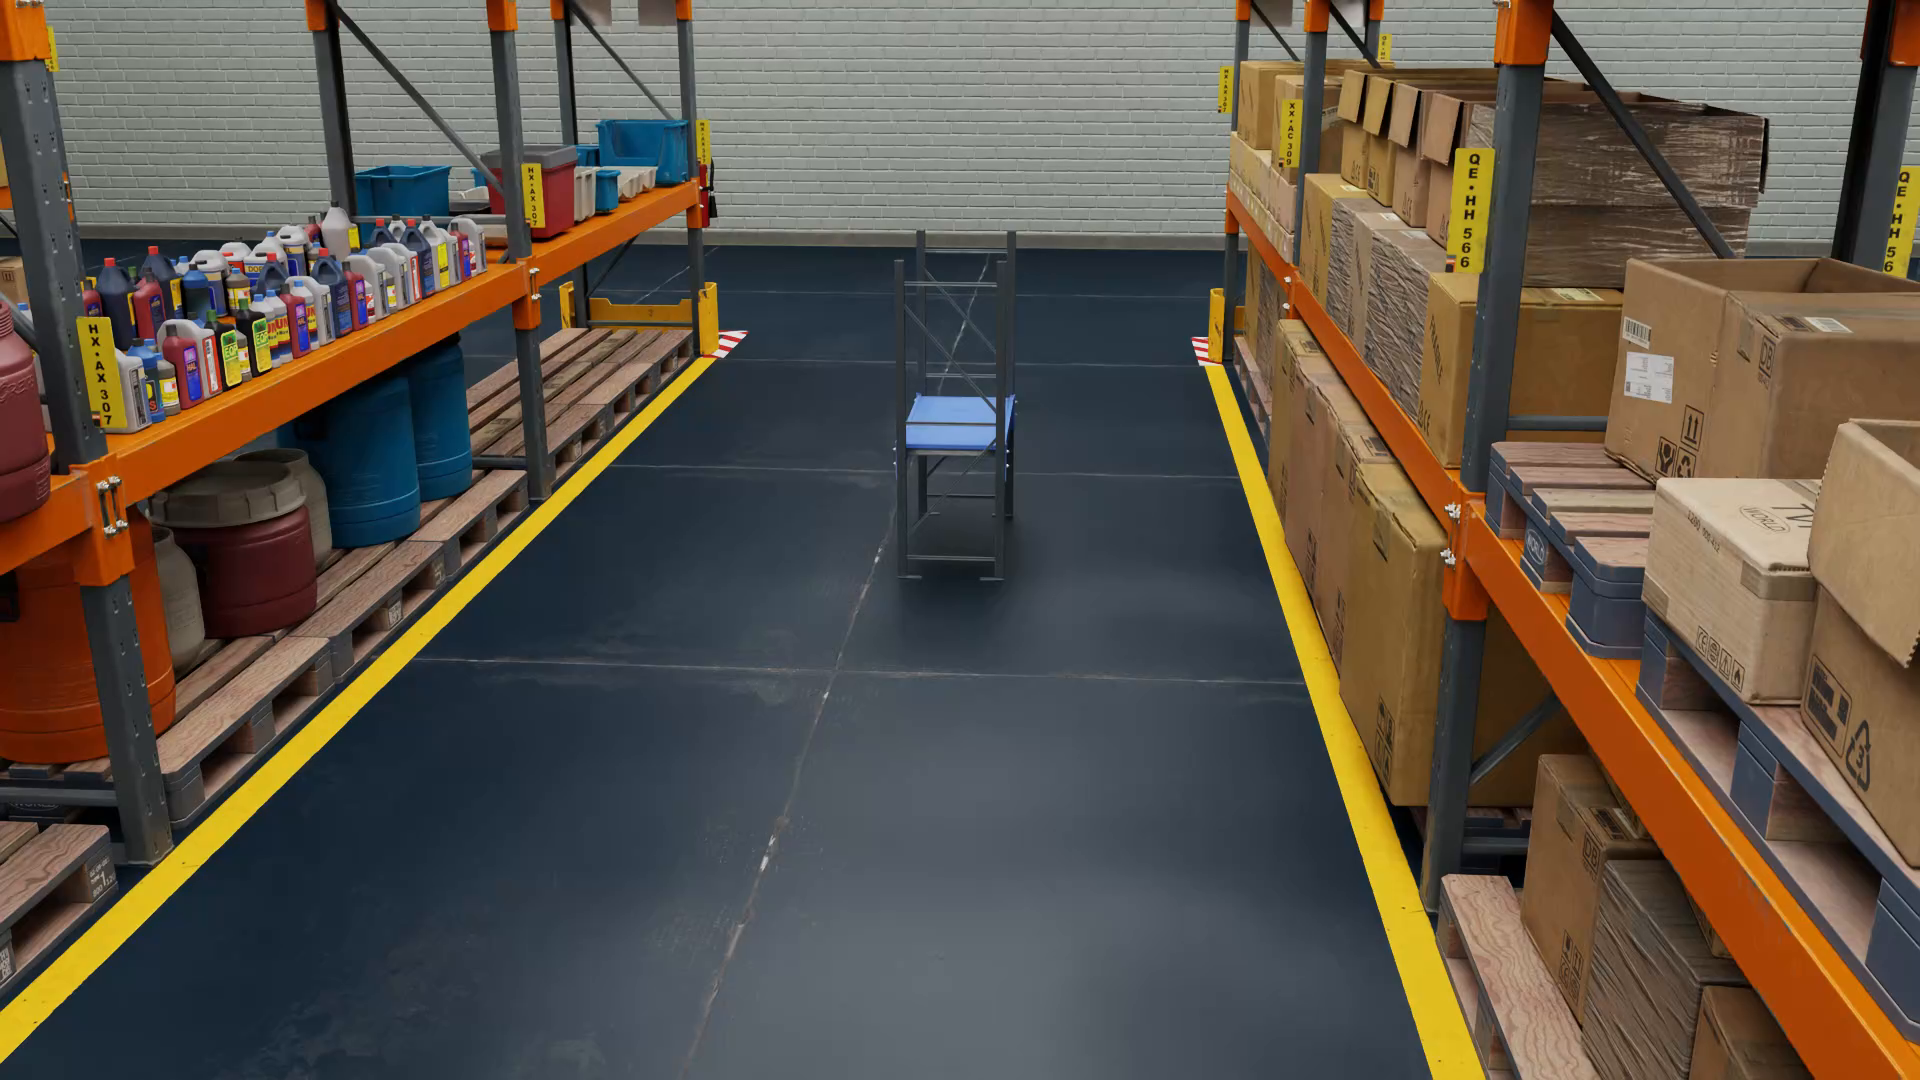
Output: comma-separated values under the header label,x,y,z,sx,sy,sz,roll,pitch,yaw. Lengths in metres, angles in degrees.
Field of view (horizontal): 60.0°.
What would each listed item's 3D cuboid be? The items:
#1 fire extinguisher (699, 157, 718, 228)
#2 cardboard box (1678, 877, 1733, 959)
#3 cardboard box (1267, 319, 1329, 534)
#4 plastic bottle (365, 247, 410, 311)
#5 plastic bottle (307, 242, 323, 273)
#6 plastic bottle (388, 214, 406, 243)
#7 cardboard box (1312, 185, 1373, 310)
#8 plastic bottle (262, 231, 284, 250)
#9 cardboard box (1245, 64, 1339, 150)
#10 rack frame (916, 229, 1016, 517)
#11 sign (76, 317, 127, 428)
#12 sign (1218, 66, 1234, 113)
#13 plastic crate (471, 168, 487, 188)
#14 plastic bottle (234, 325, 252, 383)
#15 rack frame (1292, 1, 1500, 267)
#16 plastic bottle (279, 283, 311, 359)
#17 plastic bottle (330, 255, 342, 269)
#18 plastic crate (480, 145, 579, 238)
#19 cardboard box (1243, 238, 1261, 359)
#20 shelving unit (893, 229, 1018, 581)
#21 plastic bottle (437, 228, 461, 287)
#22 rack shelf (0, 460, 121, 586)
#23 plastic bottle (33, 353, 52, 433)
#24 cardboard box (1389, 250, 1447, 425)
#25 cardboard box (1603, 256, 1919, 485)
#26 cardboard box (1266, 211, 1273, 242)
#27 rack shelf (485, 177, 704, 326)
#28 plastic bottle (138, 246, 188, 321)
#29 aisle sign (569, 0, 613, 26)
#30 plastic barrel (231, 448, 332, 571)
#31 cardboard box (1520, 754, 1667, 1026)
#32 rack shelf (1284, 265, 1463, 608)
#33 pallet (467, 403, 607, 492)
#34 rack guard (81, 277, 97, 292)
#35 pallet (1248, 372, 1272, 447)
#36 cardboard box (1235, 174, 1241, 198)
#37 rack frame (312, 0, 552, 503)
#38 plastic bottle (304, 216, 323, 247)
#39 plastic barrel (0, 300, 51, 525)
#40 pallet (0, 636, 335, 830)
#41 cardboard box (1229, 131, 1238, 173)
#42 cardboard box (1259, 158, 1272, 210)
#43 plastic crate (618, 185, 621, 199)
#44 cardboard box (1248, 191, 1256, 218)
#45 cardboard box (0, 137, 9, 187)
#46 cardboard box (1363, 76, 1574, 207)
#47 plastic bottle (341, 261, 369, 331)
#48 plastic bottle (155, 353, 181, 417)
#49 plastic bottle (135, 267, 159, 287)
label,x,y,z,sx,sy,sz,roll,pitch,yaw
fire extinguisher,-2.001,-2.725,12.644,0.296,0.674,0.183,1,18,4
cardboard box,1.855,0.689,3.606,0.500,0.250,0.500,3,18,10
cardboard box,2.162,-0.540,7.991,1.225,0.875,0.875,1,18,4
plastic bottle,-2.530,-1.159,7.343,0.152,0.276,0.135,1,18,4
plastic bottle,-3.066,-1.319,7.951,0.097,0.201,0.097,0,18,0
plastic bottle,-2.635,-1.347,7.795,0.144,0.351,0.185,1,18,4
cardboard box,1.871,-1.303,7.422,0.500,0.500,0.500,1,18,4
plastic bottle,-3.227,-1.314,7.823,0.097,0.271,0.097,0,18,0
cardboard box,2.104,-2.759,10.583,0.500,0.500,0.500,1,18,2
rack frame,0.030,-0.844,8.590,0.500,1.500,0.032,1,18,4
sign,-2.490,-0.485,4.823,0.100,0.325,0.005,1,18,4
sign,1.922,-3.255,12.021,0.100,0.325,0.005,1,18,4
plastic crate,-2.927,-2.280,10.735,0.416,0.233,0.300,1,18,4
plastic bottle,-2.607,-0.671,5.972,0.097,0.201,0.097,0,18,0
rack frame,2.188,-1.549,8.334,1.000,3.000,0.127,1,18,4
plastic bottle,-2.557,-0.847,6.378,0.061,0.283,0.133,1,18,4
plastic bottle,-2.672,-1.082,7.115,0.097,0.271,0.097,0,18,0
plastic crate,-2.438,-1.990,9.481,0.402,0.464,0.583,1,18,4
cardboard box,2.509,-1.781,11.778,0.875,0.875,0.875,1,18,4
shelving unit,-0.006,-0.686,8.109,0.538,1.500,1.048,1,18,4
plastic bottle,-2.484,-1.358,7.948,0.152,0.276,0.135,1,18,4
rack shelf,-3.182,0.546,3.096,1.077,0.370,4.000,1,18,4
plastic bottle,-2.837,-0.489,5.297,0.152,0.276,0.135,1,18,4
cardboard box,1.731,-0.668,5.483,0.500,0.500,0.500,1,18,3
cardboard box,1.903,-0.385,3.947,0.500,0.500,0.500,-1,18,-3
cardboard box,1.939,-1.771,9.415,0.380,0.149,0.250,2,18,5
rack shelf,-2.609,-1.939,10.679,1.077,0.370,4.000,1,18,4
plastic bottle,-3.278,-1.031,6.833,0.144,0.351,0.185,1,18,4
aisle sign,-2.756,-4.166,12.146,0.394,0.787,0.004,1,18,4
plastic barrel,-2.988,-0.115,7.278,0.421,0.512,0.421,0,18,0
cardboard box,1.873,0.880,4.226,0.700,0.500,0.500,0,18,1
rack shelf,2.045,-0.586,6.550,1.077,0.370,4.000,1,18,4
pallet,-2.738,-0.564,9.805,1.003,0.211,1.213,1,18,4
rack guard,-7.411,-1.802,13.120,1.175,0.500,0.348,1,18,4
pallet,2.406,-0.838,10.643,1.003,0.211,1.213,1,18,4
cardboard box,2.085,-2.410,11.364,0.380,0.149,0.250,1,18,3
rack frame,-2.752,-1.660,8.671,1.000,3.000,0.127,1,18,4
plastic bottle,-3.213,-1.458,8.244,0.061,0.283,0.133,1,18,4
plastic barrel,-2.770,-0.331,4.398,0.600,0.536,0.708,1,18,4
pallet,-3.024,0.662,6.064,1.003,0.211,1.213,1,18,4
cardboard box,2.171,-2.718,11.665,0.500,0.250,0.500,1,18,2
cardboard box,2.029,-2.082,9.721,0.500,0.250,0.500,2,18,5
plastic crate,-2.377,-2.279,10.887,0.298,0.136,0.250,1,18,4
cardboard box,2.011,-2.091,10.392,0.380,0.149,0.250,1,18,3
cardboard box,-7.200,-2.755,11.853,0.500,0.500,0.500,1,18,4
cardboard box,2.090,-1.662,6.906,0.797,0.503,0.637,1,18,5
plastic bottle,-2.517,-1.018,6.899,0.061,0.283,0.133,1,18,4
plastic bottle,-2.643,-0.516,5.499,0.097,0.201,0.097,0,18,0
plastic bottle,-3.270,-0.950,6.691,0.061,0.283,0.133,1,18,4
